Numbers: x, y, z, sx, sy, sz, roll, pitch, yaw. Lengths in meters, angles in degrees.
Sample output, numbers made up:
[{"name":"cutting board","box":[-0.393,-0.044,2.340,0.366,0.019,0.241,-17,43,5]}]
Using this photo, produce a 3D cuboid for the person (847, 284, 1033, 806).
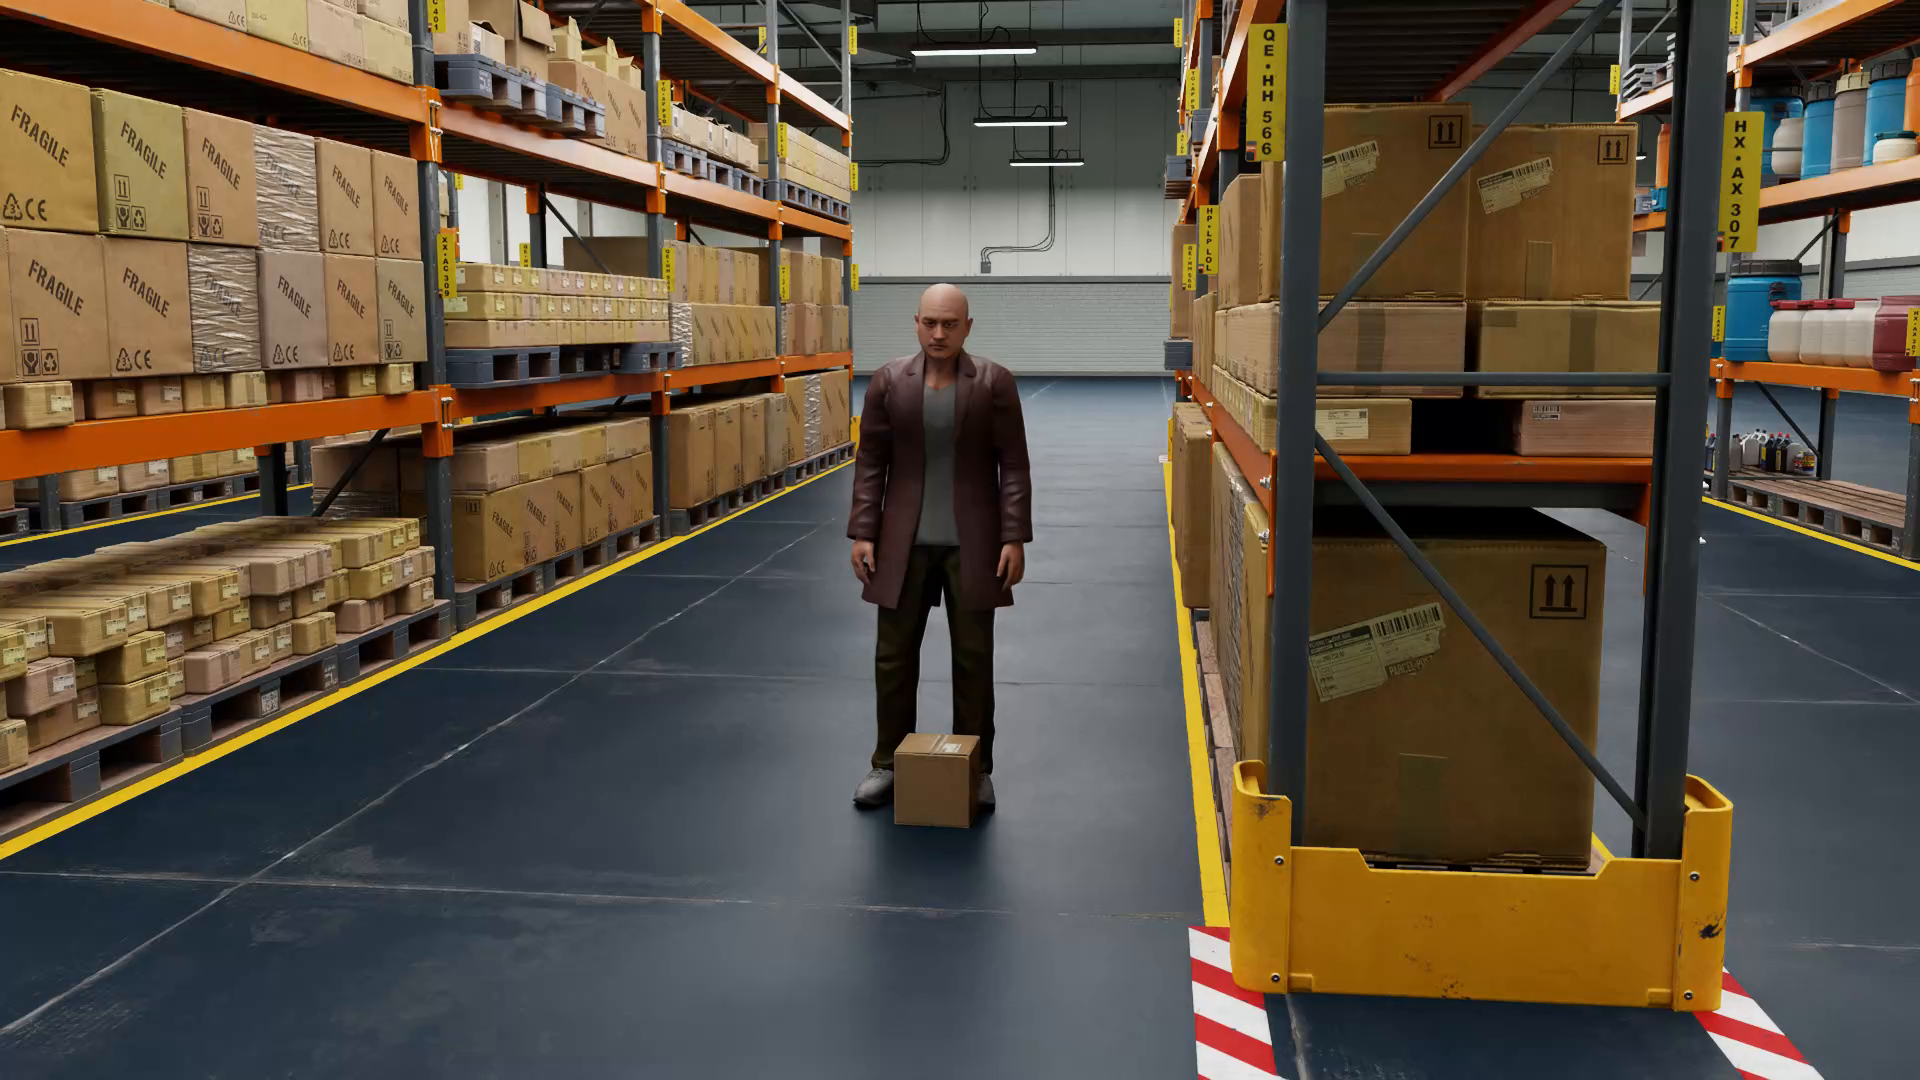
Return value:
[{"name":"person","box":[-0.070,0.016,5.717,0.644,1.774,0.428,1,7,7]}]
